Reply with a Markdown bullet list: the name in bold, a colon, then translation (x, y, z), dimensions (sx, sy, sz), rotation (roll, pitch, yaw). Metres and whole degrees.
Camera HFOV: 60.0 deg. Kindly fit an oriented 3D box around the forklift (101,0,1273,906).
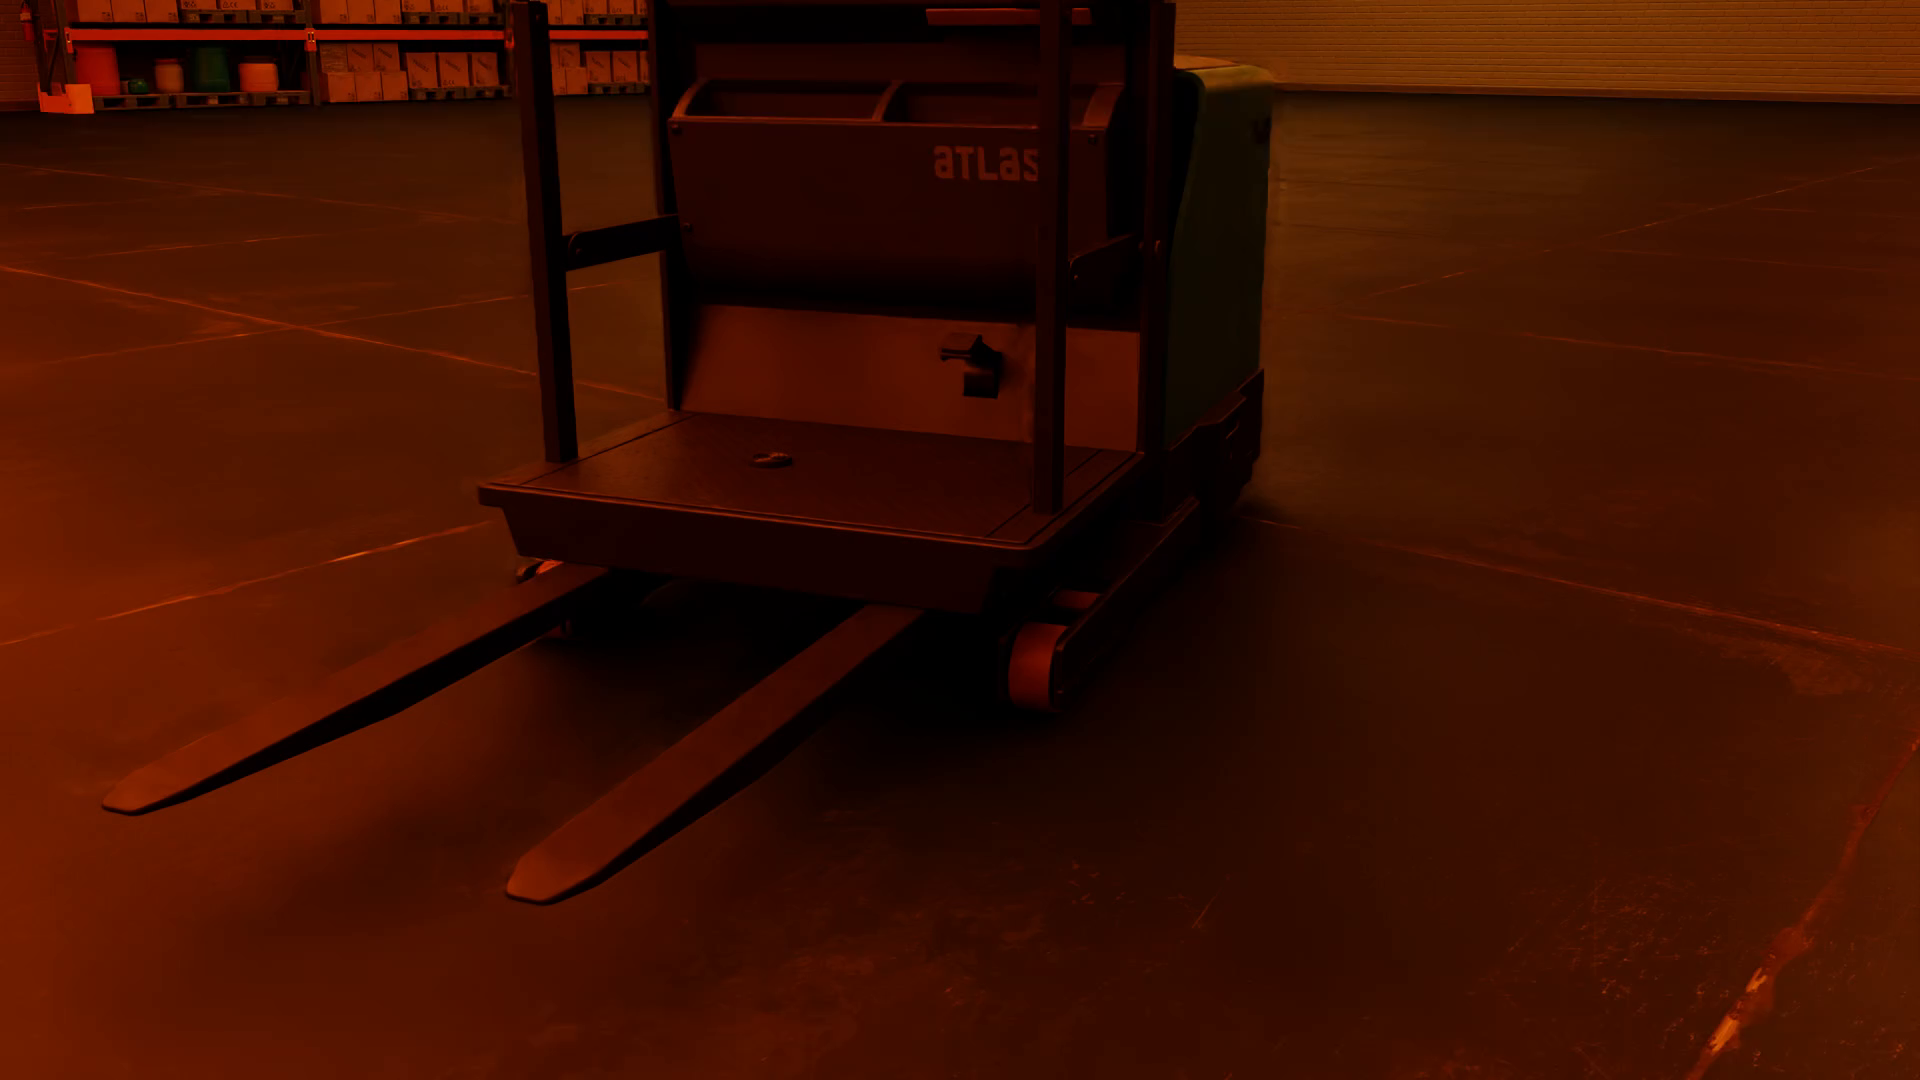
- **forklift**: translation (-0.212, -1.231, 2.951), dimensions (1.130, 2.935, 3.031), rotation (7, 18, 21)
